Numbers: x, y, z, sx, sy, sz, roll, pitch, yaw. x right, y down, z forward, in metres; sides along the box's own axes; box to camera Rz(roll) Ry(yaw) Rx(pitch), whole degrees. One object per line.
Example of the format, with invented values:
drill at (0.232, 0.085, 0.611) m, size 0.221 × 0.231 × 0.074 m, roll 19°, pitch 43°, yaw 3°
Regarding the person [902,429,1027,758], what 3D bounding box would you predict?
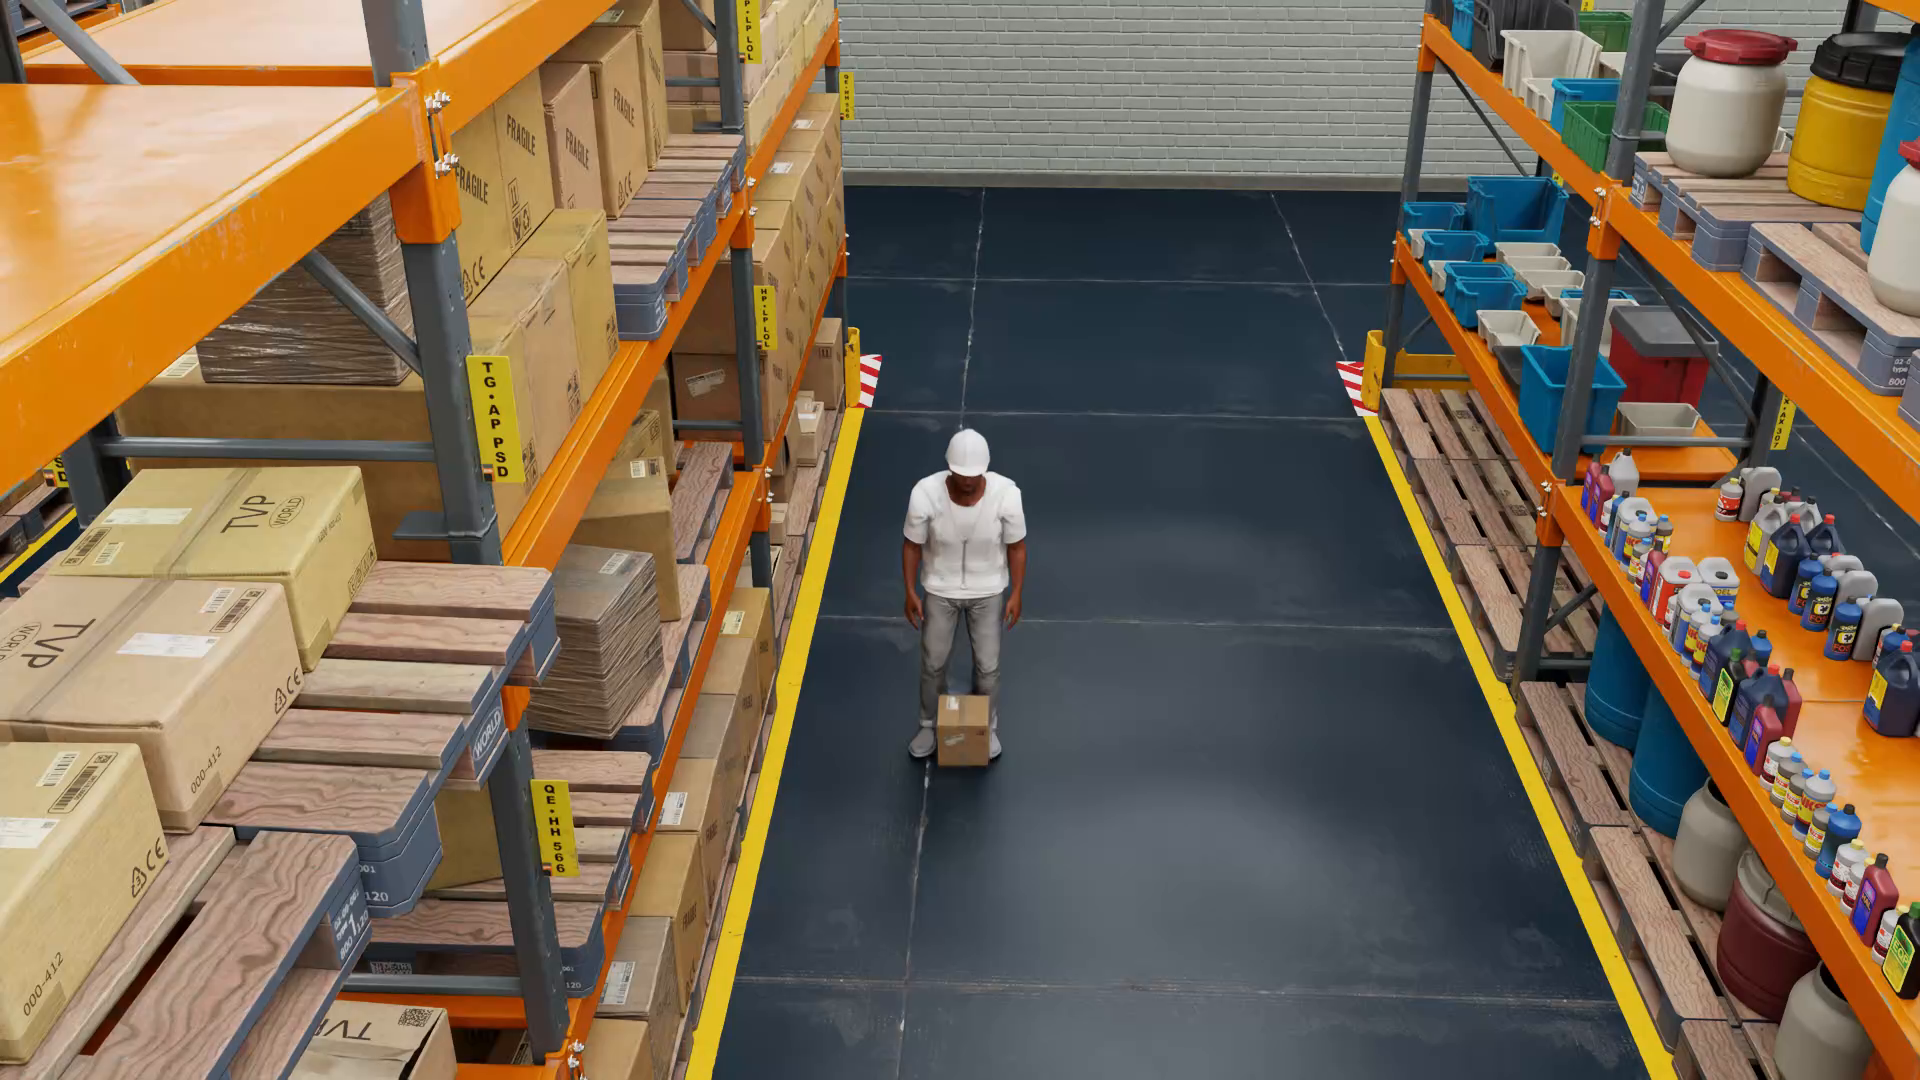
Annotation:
person at (0.020, 0.254, 8.118) m, size 0.604 × 1.762 × 0.446 m, roll 1°, pitch 28°, yaw 1°
